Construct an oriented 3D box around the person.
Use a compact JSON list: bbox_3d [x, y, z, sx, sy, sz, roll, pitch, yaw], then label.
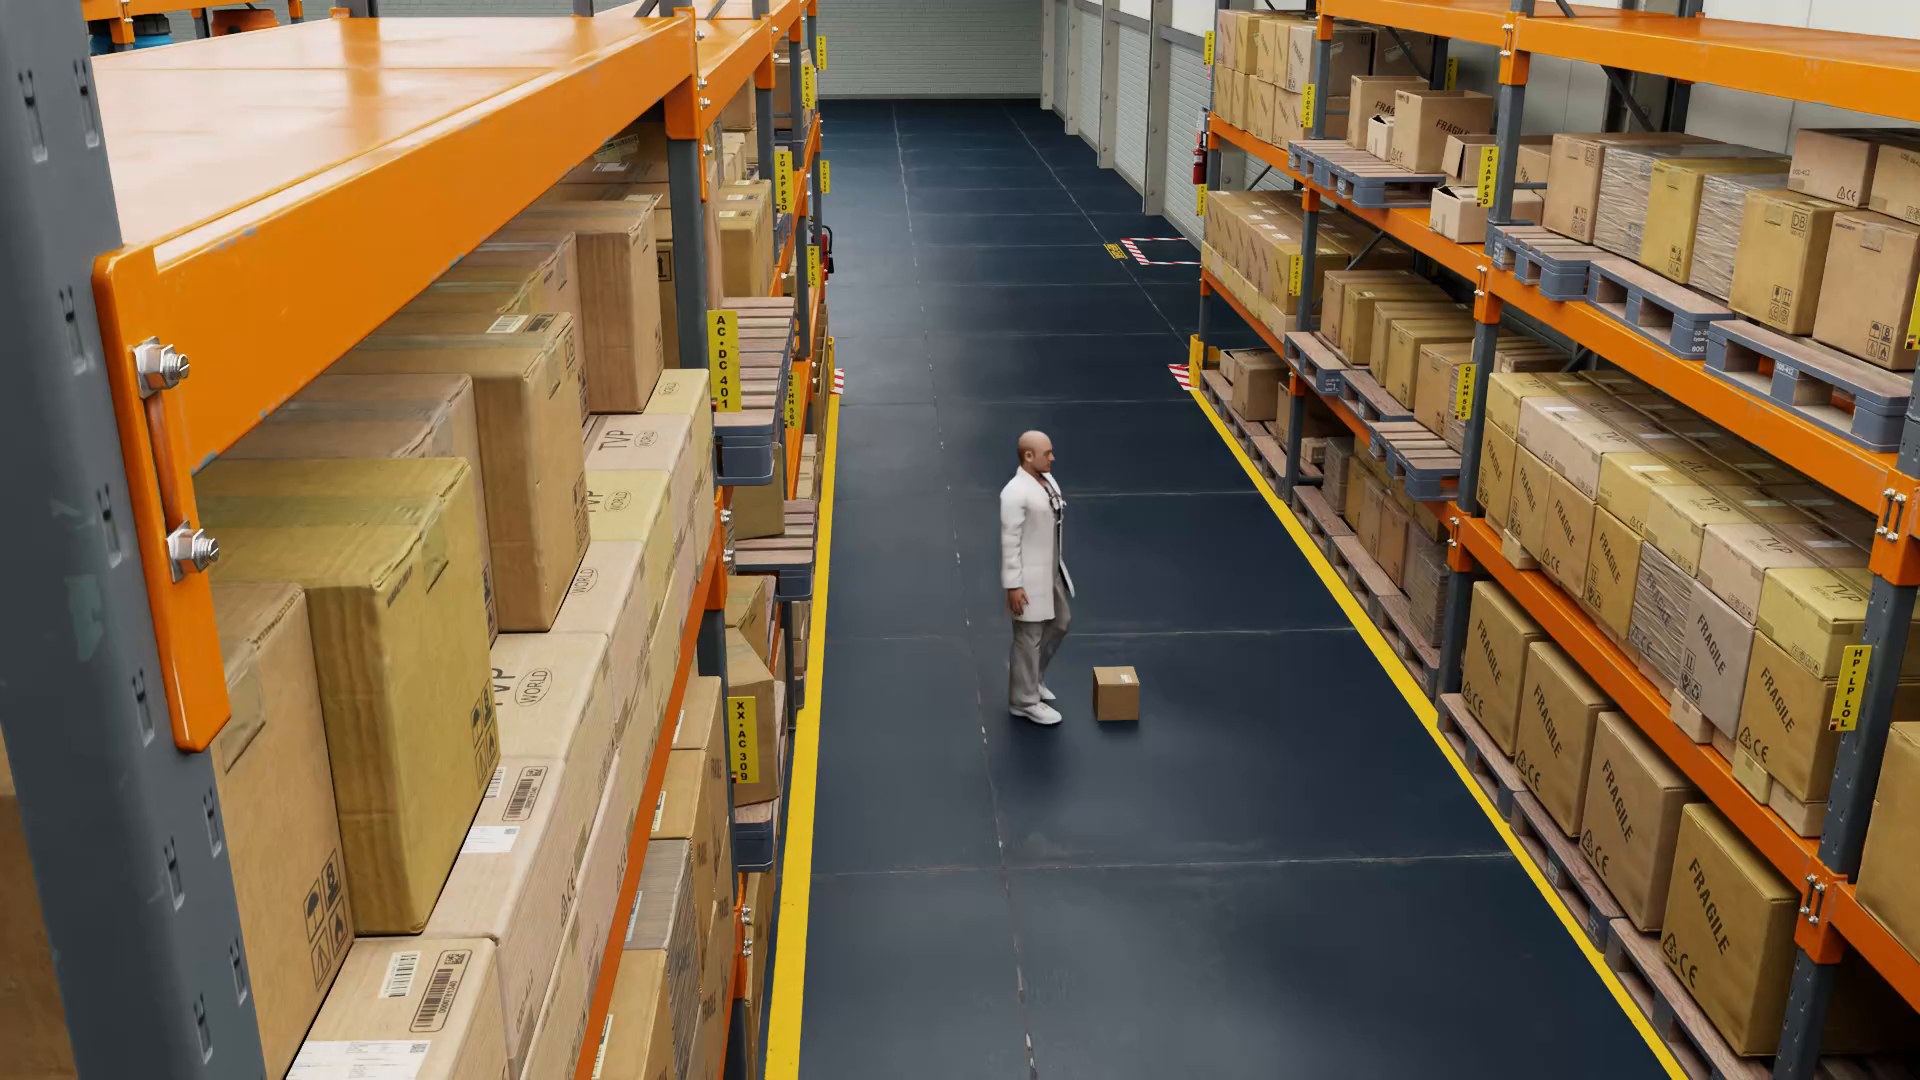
[{"bbox_3d":[0.439,0.229,10.000,0.508,1.825,0.636,9,22,24],"label":"person"}]
